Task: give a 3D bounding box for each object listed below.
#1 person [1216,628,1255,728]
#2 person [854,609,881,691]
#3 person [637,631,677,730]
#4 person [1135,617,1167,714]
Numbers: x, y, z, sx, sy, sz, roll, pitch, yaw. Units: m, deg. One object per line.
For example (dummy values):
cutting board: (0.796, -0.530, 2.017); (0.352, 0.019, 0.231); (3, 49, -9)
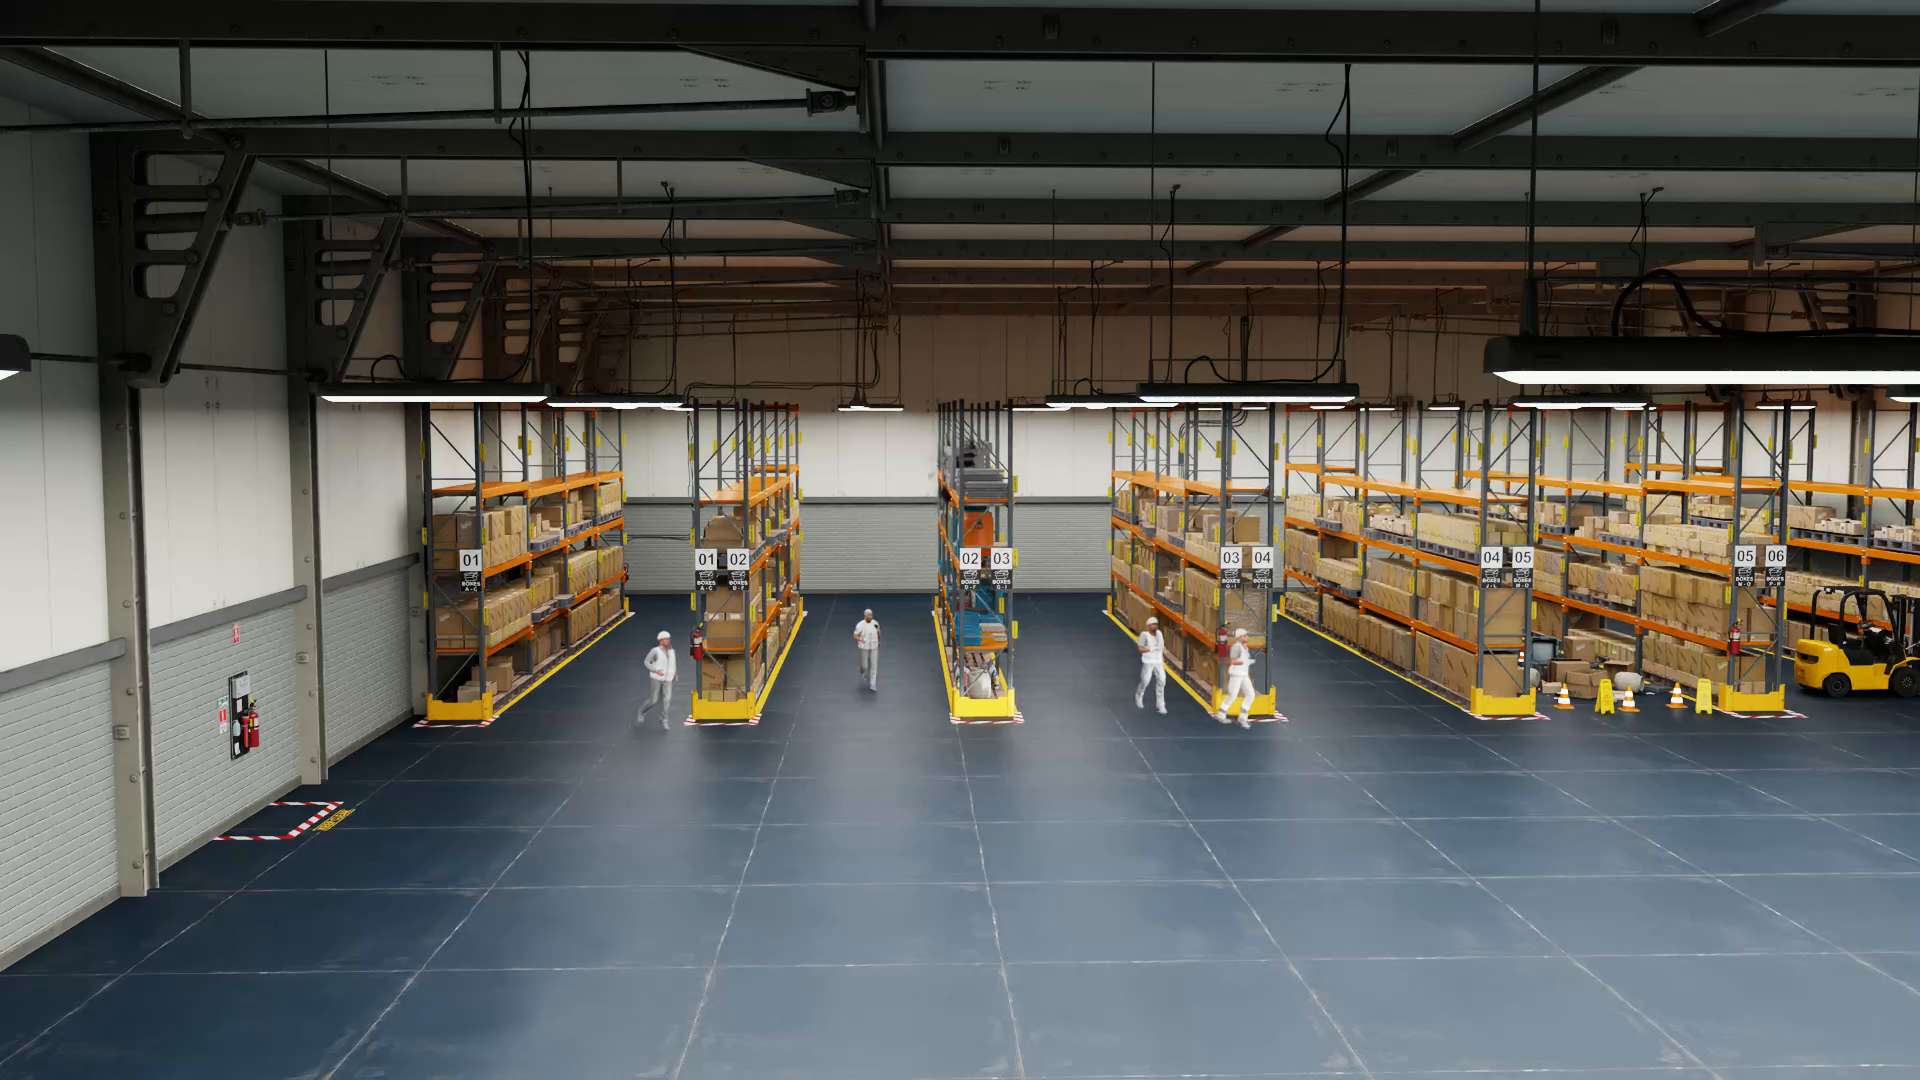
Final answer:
person: (5.078, 2.529, 30.466); (0.663, 1.835, 0.652); (3, 6, 39)
person: (-1.917, 2.267, 34.676); (0.613, 1.666, 0.900); (-1, 4, -15)
person: (-5.416, 2.539, 30.332); (0.723, 1.740, 0.954); (-4, 6, -39)
person: (3.664, 2.392, 31.965); (0.686, 1.842, 0.836); (-2, 5, -25)
